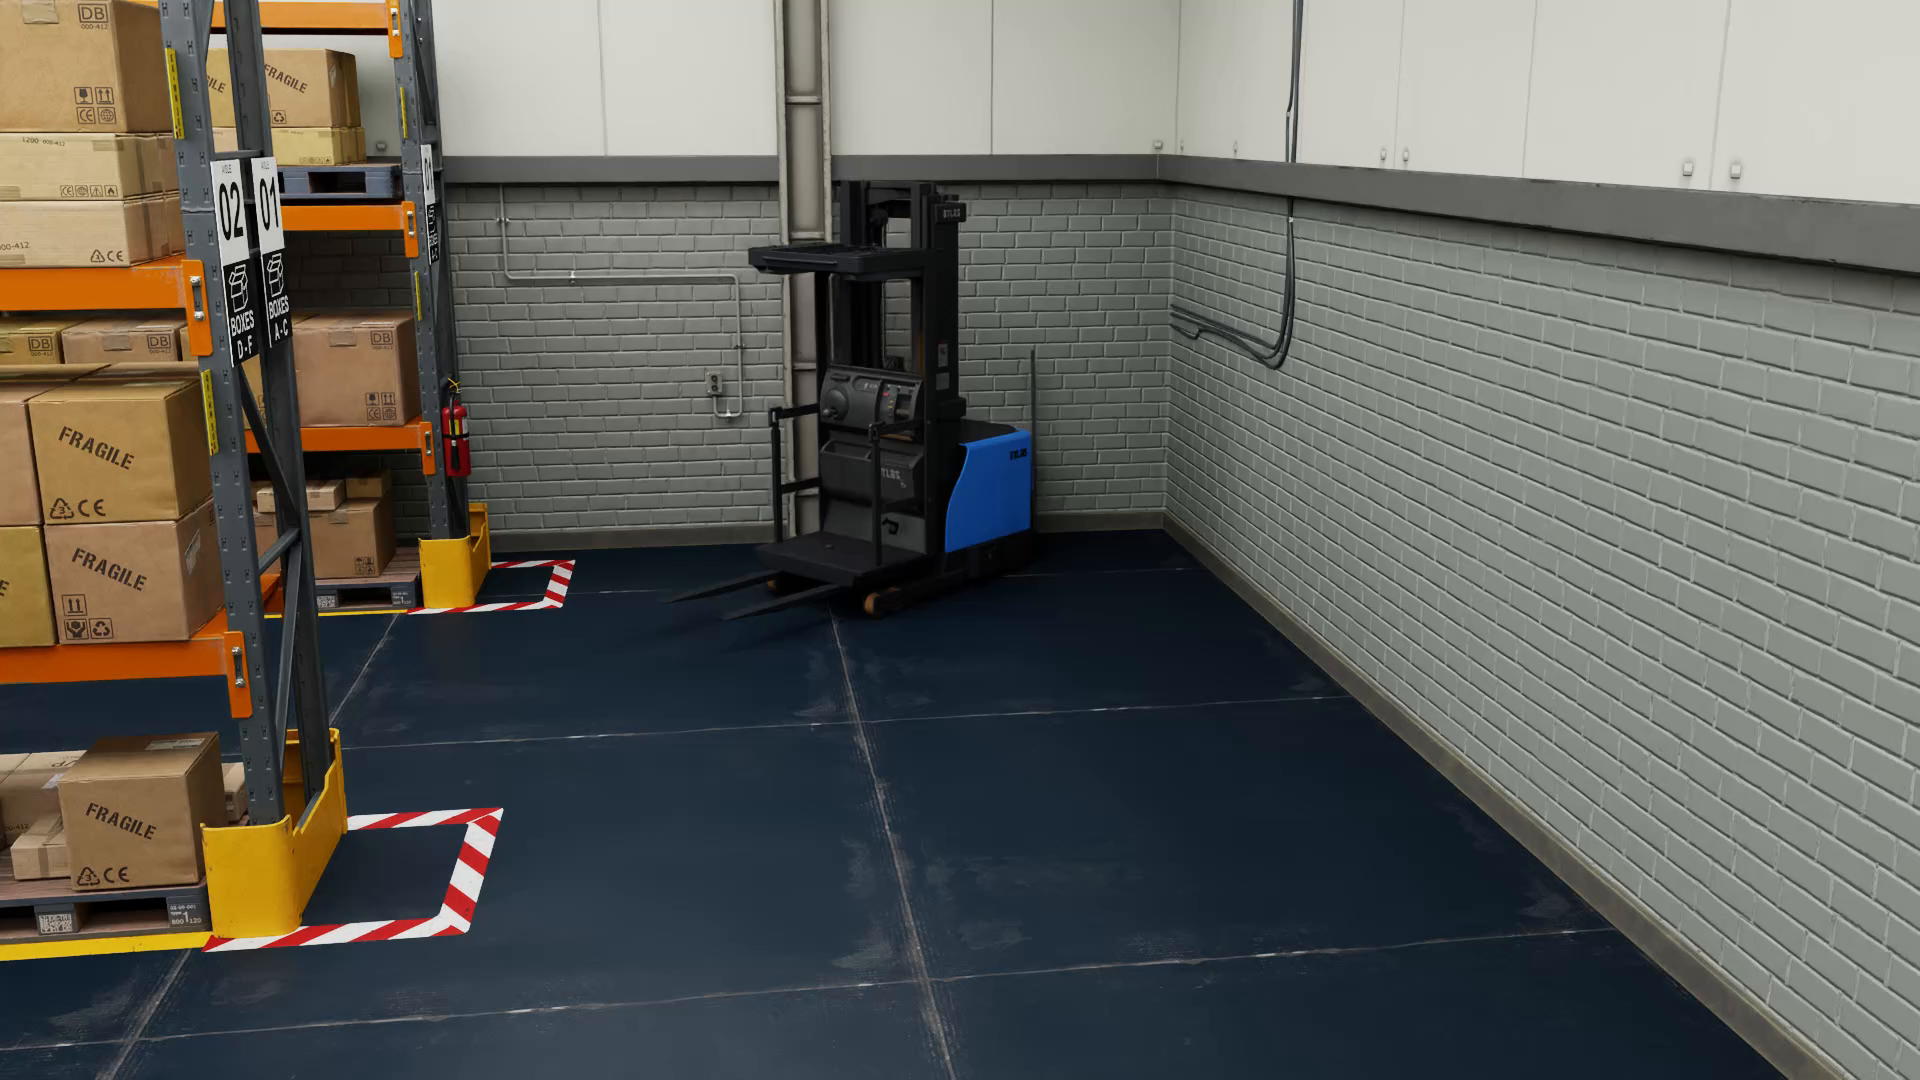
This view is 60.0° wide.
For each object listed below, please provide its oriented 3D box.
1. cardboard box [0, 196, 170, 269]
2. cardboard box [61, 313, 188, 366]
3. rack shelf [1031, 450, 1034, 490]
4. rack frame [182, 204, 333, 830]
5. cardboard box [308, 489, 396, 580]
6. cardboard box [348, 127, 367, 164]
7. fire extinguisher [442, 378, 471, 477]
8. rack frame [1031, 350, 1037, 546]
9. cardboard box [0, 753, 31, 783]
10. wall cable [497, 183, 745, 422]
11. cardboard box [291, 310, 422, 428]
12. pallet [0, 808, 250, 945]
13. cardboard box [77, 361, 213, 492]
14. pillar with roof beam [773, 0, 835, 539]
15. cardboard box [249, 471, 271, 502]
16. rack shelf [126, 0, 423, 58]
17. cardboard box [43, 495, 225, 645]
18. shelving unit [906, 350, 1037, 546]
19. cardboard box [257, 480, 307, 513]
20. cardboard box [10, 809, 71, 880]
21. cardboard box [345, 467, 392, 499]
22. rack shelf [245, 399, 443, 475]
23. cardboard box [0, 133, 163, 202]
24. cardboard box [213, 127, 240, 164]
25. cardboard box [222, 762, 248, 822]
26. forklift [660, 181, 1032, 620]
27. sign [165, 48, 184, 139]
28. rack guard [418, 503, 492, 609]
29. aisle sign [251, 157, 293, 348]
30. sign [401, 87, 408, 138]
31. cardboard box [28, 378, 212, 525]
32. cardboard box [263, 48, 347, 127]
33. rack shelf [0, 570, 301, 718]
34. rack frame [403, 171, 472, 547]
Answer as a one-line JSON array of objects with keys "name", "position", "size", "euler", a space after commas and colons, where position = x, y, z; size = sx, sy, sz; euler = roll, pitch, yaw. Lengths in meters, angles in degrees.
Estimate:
[{"name": "cardboard box", "position": [-3.470, -1.219, 6.558], "size": [0.500, 0.250, 0.500], "euler": [-2, 14, -8]}, {"name": "cardboard box", "position": [-5.719, -1.180, 11.645], "size": [0.700, 0.700, 0.980], "euler": [-3, 14, -11]}, {"name": "rack shelf", "position": [0.096, -0.568, 13.551], "size": [1.000, 0.185, 0.538], "euler": [-1, 19, 2]}, {"name": "rack frame", "position": [-3.001, 0.081, 7.231], "size": [0.127, 3.000, 1.000], "euler": [-2, 14, -8]}, {"name": "cardboard box", "position": [-4.420, -0.052, 12.038], "size": [0.500, 0.500, 0.700], "euler": [-2, 14, -8]}, {"name": "cardboard box", "position": [-4.501, -2.777, 11.702], "size": [0.500, 0.250, 0.500], "euler": [-1, 14, -5]}, {"name": "fire extinguisher", "position": [-3.525, -0.786, 11.616], "size": [0.183, 0.674, 0.296], "euler": [-2, 14, -8]}, {"name": "rack frame", "position": [0.599, -0.744, 13.473], "size": [0.032, 1.500, 0.500], "euler": [-1, 19, 2]}, {"name": "cardboard box", "position": [-4.570, 1.189, 7.561], "size": [0.500, 0.250, 0.500], "euler": [-2, 14, -8]}, {"name": "wall cable", "position": [-2.618, -1.877, 12.951], "size": [1.851, 1.984, 0.084], "euler": [-2, 14, -8]}, {"name": "cardboard box", "position": [-4.246, -1.235, 11.862], "size": [0.700, 0.700, 0.980], "euler": [-1, 14, -6]}, {"name": "pallet", "position": [-3.865, 1.466, 7.444], "size": [1.213, 0.211, 1.003], "euler": [-2, 14, -8]}, {"name": "cardboard box", "position": [-3.479, -0.500, 7.286], "size": [0.500, 0.500, 0.500], "euler": [-2, 14, -7]}, {"name": "pillar with roof beam", "position": [-0.561, -3.290, 8.343], "size": [0.400, 9.000, 9.100], "euler": [-2, 14, -8]}, {"name": "cardboard box", "position": [-5.075, -0.392, 12.059], "size": [0.250, 0.149, 0.380], "euler": [-2, 14, -8]}, {"name": "rack shelf", "position": [-5.721, -3.405, 11.099], "size": [4.000, 0.370, 1.077], "euler": [-2, 14, -8]}, {"name": "cardboard box", "position": [-3.404, 0.114, 6.893], "size": [0.500, 0.500, 0.500], "euler": [-2, 14, -7]}, {"name": "shelving unit", "position": [0.091, -0.737, 13.491], "size": [1.048, 1.500, 0.538], "euler": [-1, 19, 2]}, {"name": "cardboard box", "position": [-4.773, -0.309, 11.728], "size": [0.250, 0.149, 0.380], "euler": [-2, 14, -7]}, {"name": "cardboard box", "position": [-3.916, 1.314, 7.235], "size": [0.250, 0.166, 0.380], "euler": [-2, 14, -8]}, {"name": "cardboard box", "position": [-4.326, -0.419, 12.169], "size": [0.250, 0.149, 0.380], "euler": [-2, 14, -8]}, {"name": "rack shelf", "position": [-5.721, -0.689, 11.781], "size": [4.000, 0.370, 1.077], "euler": [-2, 14, -8]}, {"name": "cardboard box", "position": [-3.471, -1.463, 6.505], "size": [0.500, 0.250, 0.500], "euler": [-2, 14, -8]}, {"name": "cardboard box", "position": [-4.942, -2.635, 11.135], "size": [0.500, 0.250, 0.500], "euler": [-3, 14, -10]}, {"name": "cardboard box", "position": [-3.467, 1.183, 7.794], "size": [0.250, 0.149, 0.380], "euler": [-2, 14, -8]}, {"name": "forklift", "position": [-0.780, -1.024, 11.778], "size": [1.130, 2.935, 3.031], "euler": [12, 18, 39]}, {"name": "sign", "position": [-2.938, -1.669, 6.224], "size": [0.005, 0.325, 0.100], "euler": [-2, 14, -8]}, {"name": "rack guard", "position": [-3.719, 0.101, 12.290], "size": [0.348, 0.500, 1.175], "euler": [-2, 14, -8]}, {"name": "aisle sign", "position": [-2.978, -1.253, 7.207], "size": [0.004, 0.787, 0.394], "euler": [-2, 14, -8]}, {"name": "sign", "position": [-3.676, -2.825, 10.997], "size": [0.005, 0.325, 0.100], "euler": [-2, 14, -8]}, {"name": "cardboard box", "position": [-3.400, -0.370, 6.770], "size": [0.500, 0.500, 0.500], "euler": [-2, 14, -9]}, {"name": "cardboard box", "position": [-4.426, -3.016, 11.114], "size": [0.500, 0.500, 0.500], "euler": [-2, 14, -8]}, {"name": "rack shelf", "position": [-4.979, 0.503, 7.030], "size": [4.000, 0.370, 1.077], "euler": [-2, 14, -8]}, {"name": "rack frame", "position": [-3.743, -1.110, 11.982], "size": [0.127, 3.000, 1.000], "euler": [-2, 14, -8]}]
